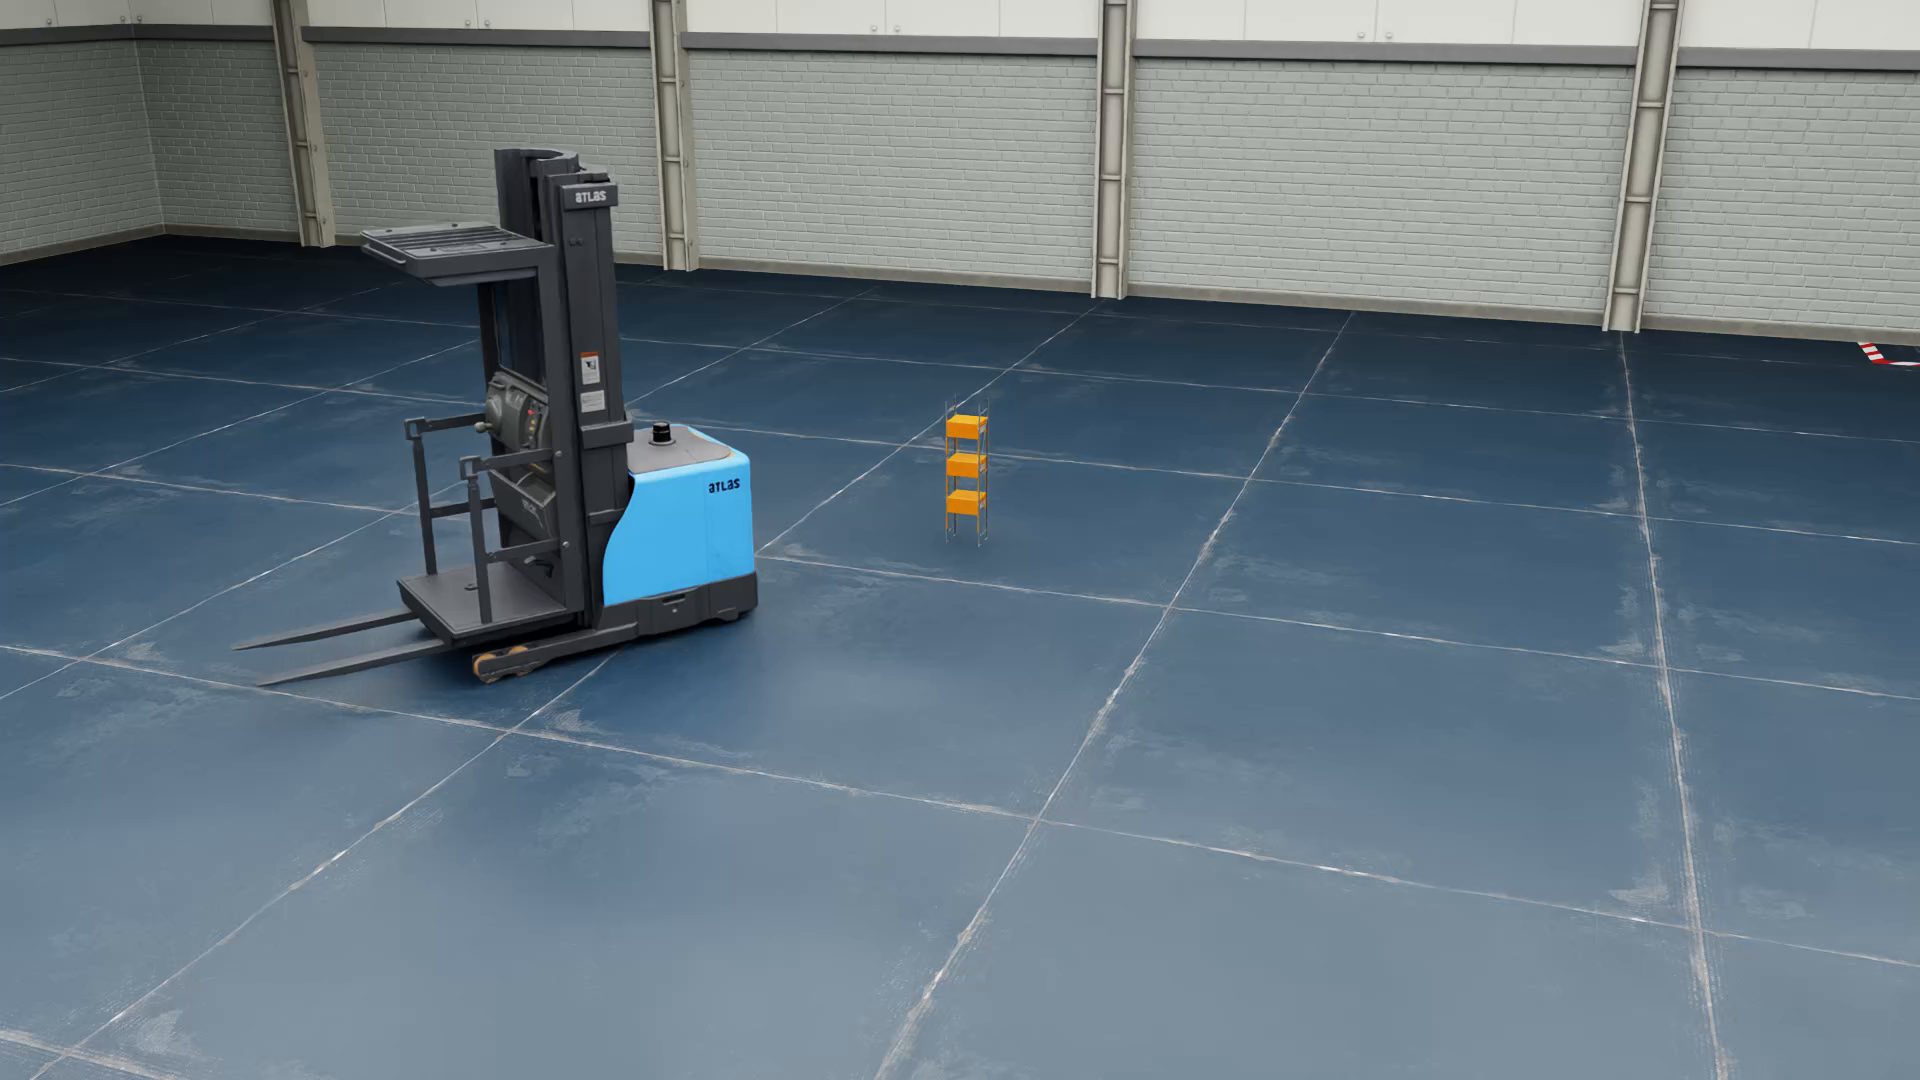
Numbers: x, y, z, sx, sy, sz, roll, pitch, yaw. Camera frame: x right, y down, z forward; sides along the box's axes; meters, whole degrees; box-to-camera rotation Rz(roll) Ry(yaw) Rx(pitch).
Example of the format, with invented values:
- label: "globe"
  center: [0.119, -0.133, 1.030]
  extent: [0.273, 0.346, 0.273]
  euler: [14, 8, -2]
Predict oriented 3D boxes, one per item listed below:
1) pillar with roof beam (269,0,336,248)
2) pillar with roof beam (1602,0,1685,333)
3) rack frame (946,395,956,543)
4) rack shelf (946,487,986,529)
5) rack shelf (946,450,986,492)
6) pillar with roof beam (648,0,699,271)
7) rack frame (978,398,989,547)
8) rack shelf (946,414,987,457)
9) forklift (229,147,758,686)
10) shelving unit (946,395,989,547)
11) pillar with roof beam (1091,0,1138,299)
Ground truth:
- label: "pillar with roof beam"
  center: [-10.877, -7.261, 19.235]
  extent: [0.400, 9.000, 9.100]
  euler: [7, 20, 18]
- label: "pillar with roof beam"
  center: [6.126, -5.317, 13.657]
  extent: [0.400, 9.000, 9.100]
  euler: [7, 20, 18]
- label: "rack frame"
  center: [-0.065, -0.503, 11.925]
  extent: [0.008, 1.050, 0.200]
  euler: [7, 20, 18]
- label: "rack shelf"
  center: [0.051, -0.218, 11.982]
  extent: [0.240, 0.259, 0.215]
  euler: [7, 20, 18]
- label: "rack shelf"
  center: [0.051, -0.480, 11.890]
  extent: [0.240, 0.259, 0.215]
  euler: [7, 20, 18]
- label: "pillar with roof beam"
  center: [-5.209, -6.613, 17.376]
  extent: [0.400, 9.000, 9.100]
  euler: [7, 20, 18]
- label: "rack frame"
  center: [0.166, -0.477, 11.849]
  extent: [0.008, 1.050, 0.200]
  euler: [7, 20, 18]
- label: "rack shelf"
  center: [0.051, -0.748, 11.797]
  extent: [0.240, 0.259, 0.215]
  euler: [7, 20, 18]
- label: "forklift"
  center: [-2.797, -0.750, 9.774]
  extent: [3.031, 2.935, 1.130]
  euler: [-13, 23, -32]
- label: "shelving unit"
  center: [0.051, -0.490, 11.887]
  extent: [0.252, 1.050, 0.215]
  euler: [7, 20, 18]
- label: "pillar with roof beam"
  center: [0.459, -5.965, 15.517]
  extent: [0.400, 9.000, 9.100]
  euler: [7, 20, 18]
